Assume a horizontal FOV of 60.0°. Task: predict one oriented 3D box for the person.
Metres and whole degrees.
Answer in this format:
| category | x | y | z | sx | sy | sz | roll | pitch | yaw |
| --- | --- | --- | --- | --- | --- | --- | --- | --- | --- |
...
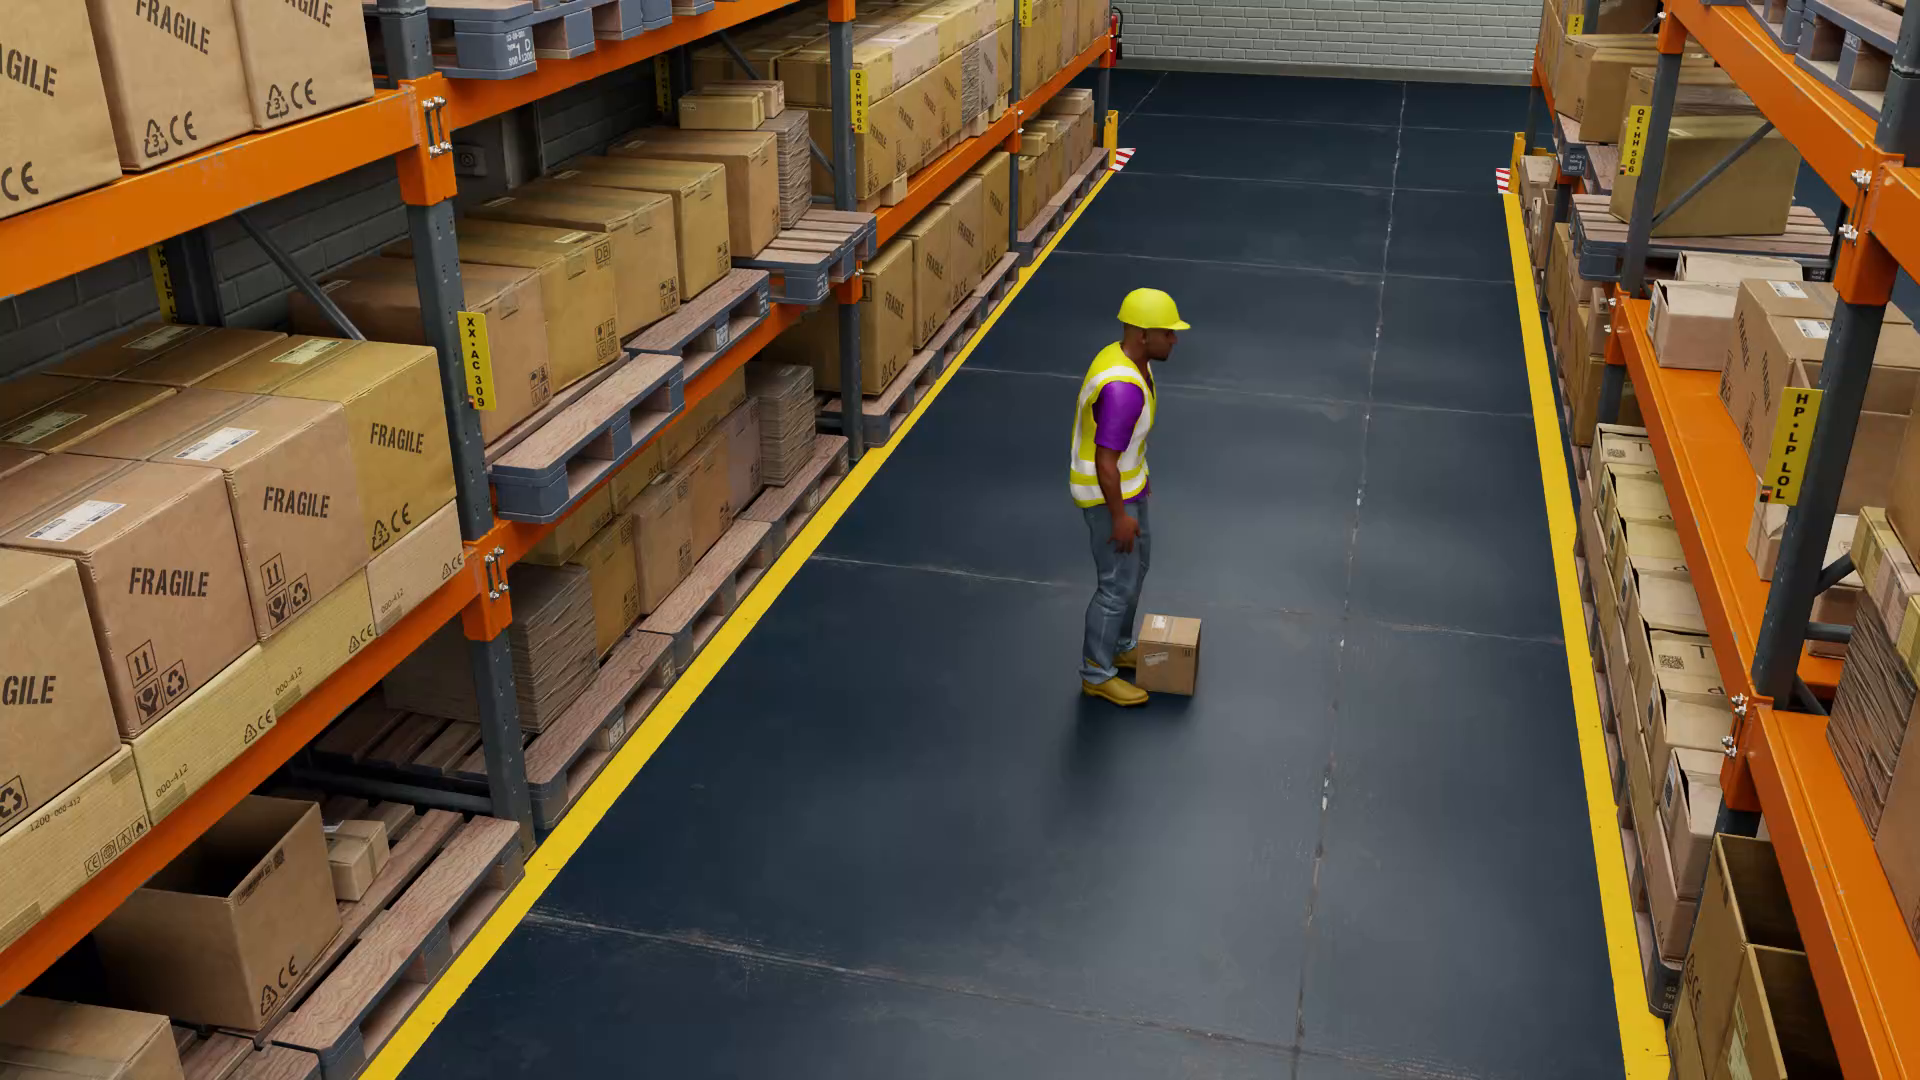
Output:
| category | x | y | z | sx | sy | sz | roll | pitch | yaw |
| --- | --- | --- | --- | --- | --- | --- | --- | --- | --- |
| person | 0.695 | -0.201 | 7.018 | 0.459 | 1.757 | 0.638 | 5 | 26 | 11 |
